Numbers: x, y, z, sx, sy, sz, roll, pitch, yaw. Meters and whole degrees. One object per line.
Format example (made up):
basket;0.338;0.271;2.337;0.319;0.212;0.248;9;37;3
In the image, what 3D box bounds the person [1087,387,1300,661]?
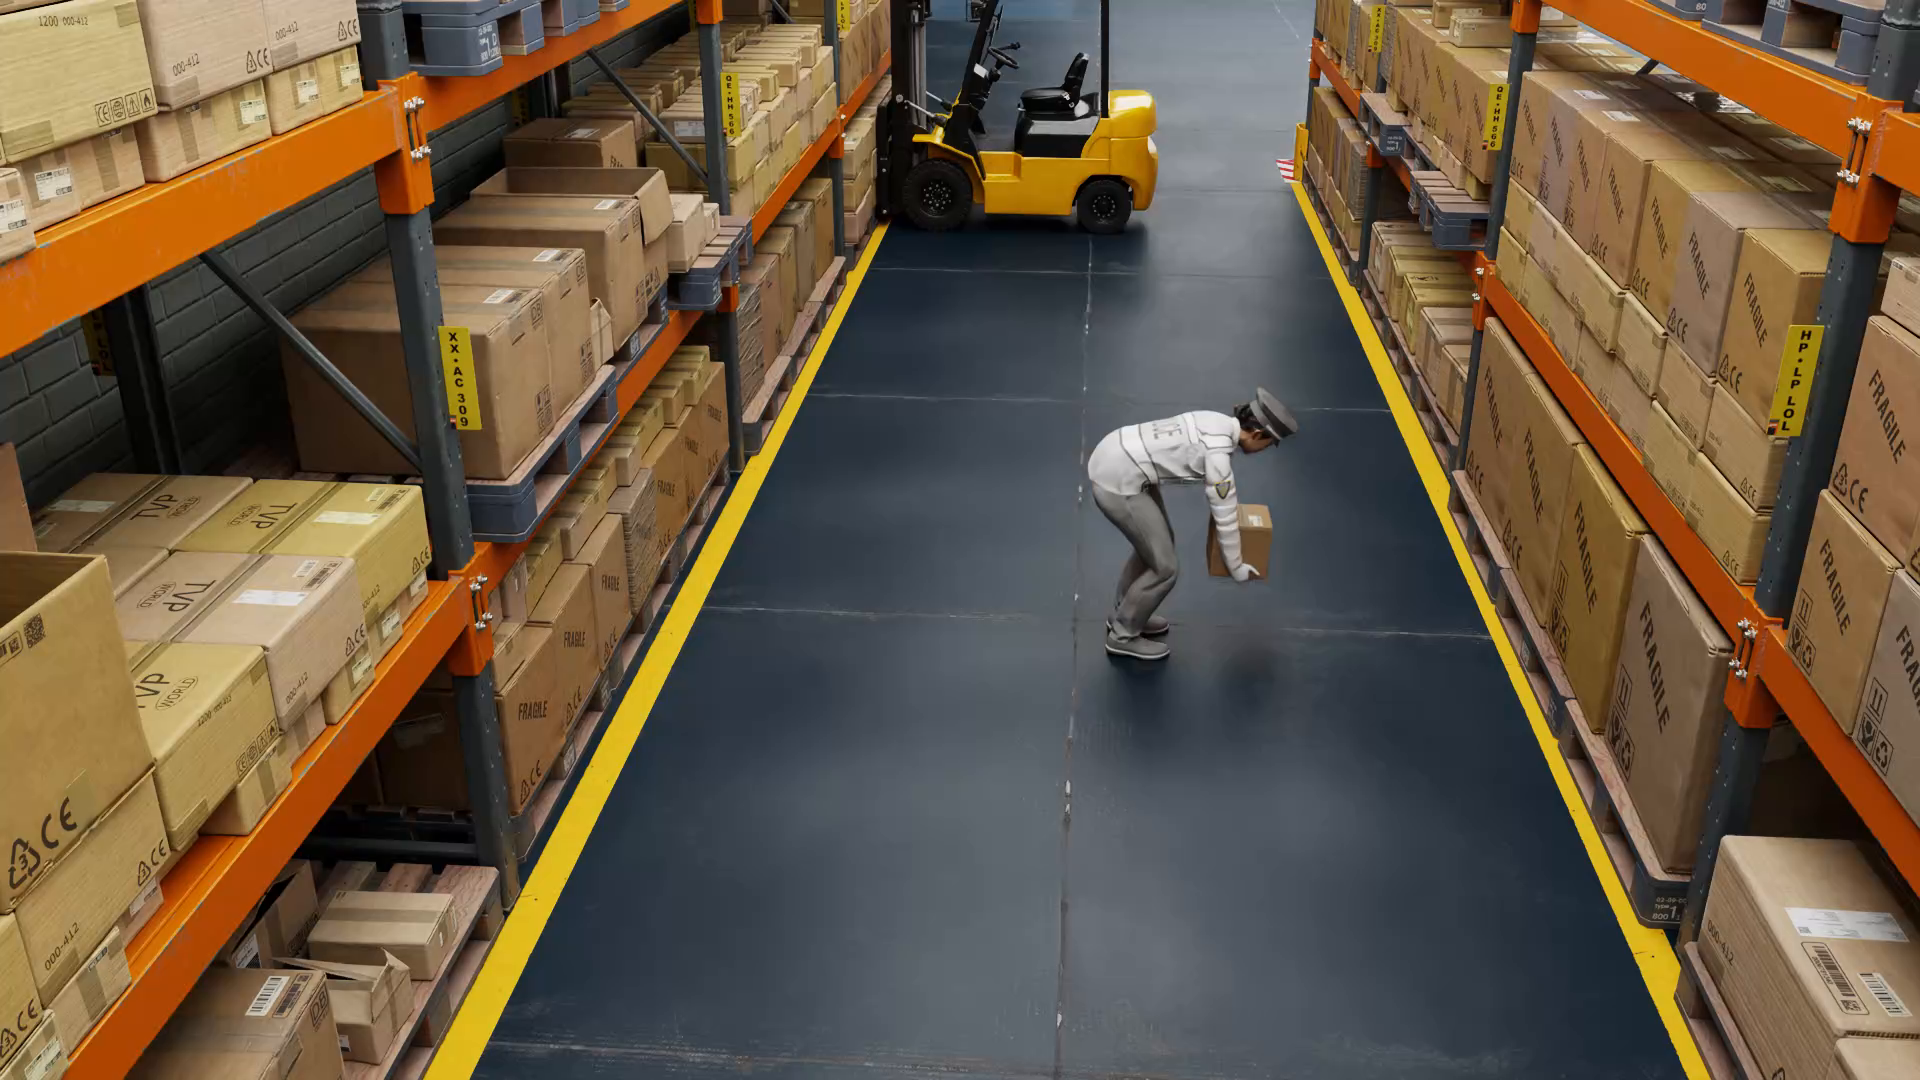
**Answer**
person;1.007;-0.081;7.325;0.903;1.215;0.428;1;25;2
